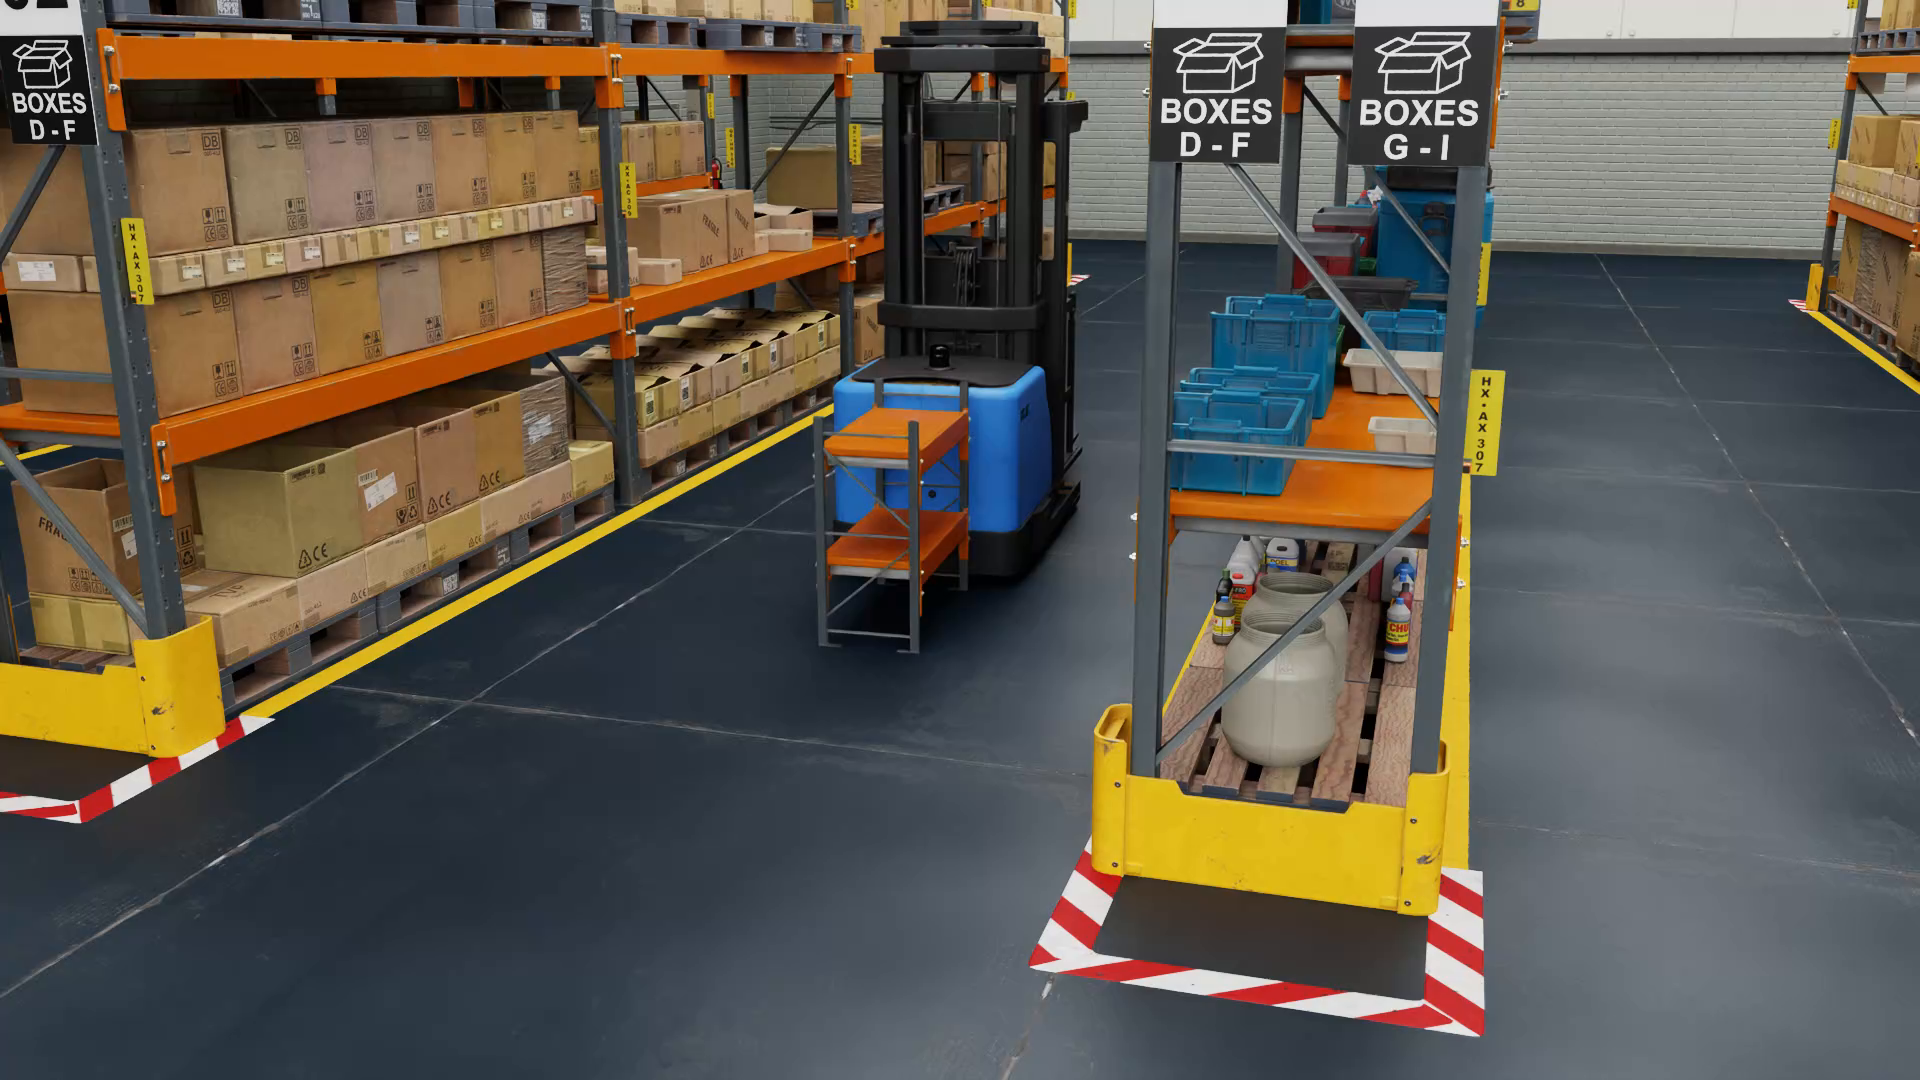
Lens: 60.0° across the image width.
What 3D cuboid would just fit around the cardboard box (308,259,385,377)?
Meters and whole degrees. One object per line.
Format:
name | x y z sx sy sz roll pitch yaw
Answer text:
cardboard box | -3.236 -1.090 7.993 0.700 0.500 0.500 5 17 16

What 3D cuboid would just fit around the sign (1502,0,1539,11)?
sign | 1.602 -1.672 4.715 0.100 0.325 0.005 5 16 16

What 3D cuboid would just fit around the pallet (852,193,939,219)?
pallet | -0.851 -3.164 15.838 1.003 0.211 1.213 5 16 16

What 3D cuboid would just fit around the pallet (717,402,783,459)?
pallet | -2.019 -0.875 12.527 1.003 0.211 1.213 5 16 16

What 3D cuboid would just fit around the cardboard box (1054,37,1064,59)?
cardboard box | 0.981 -6.056 20.461 0.500 0.250 0.500 5 16 16

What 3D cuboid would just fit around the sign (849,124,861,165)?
sign | -0.866 -3.262 13.710 0.100 0.325 0.005 5 16 16

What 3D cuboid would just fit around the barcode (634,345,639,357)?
barcode | -2.064 -1.206 10.599 0.001 0.075 0.075 5 16 16

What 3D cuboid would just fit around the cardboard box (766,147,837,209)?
cardboard box | -1.328 -3.171 14.558 0.700 0.500 0.500 -1 16 -3

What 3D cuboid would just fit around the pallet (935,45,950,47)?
pallet | -0.807 -4.709 15.783 1.213 0.211 1.003 5 16 16

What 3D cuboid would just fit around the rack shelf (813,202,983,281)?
rack shelf | -0.831 -2.924 15.960 1.077 0.370 4.000 5 16 16

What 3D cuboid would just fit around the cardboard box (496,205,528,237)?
cardboard box | -2.625 -1.771 9.203 0.380 0.149 0.250 5 16 16

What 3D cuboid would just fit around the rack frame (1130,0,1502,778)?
rack frame | 1.076 -0.269 5.280 1.000 3.000 0.127 5 16 16

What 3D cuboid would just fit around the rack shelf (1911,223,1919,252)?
rack shelf | 8.666 -2.155 13.248 1.077 0.370 4.000 5 16 16

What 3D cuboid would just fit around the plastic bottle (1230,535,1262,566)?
plastic bottle | 1.358 0.136 7.902 0.144 0.351 0.185 5 17 18

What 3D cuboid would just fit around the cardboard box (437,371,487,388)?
cardboard box | -3.102 -0.712 9.737 0.500 0.500 0.500 5 16 16

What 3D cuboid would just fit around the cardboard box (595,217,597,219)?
cardboard box | -4.566 -3.994 21.036 0.380 0.149 0.250 4 16 15

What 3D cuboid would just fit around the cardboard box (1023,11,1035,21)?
cardboard box | 0.550 -5.904 19.011 0.500 0.250 0.500 5 16 16

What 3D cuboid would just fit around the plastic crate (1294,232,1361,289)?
plastic crate | 2.057 -1.496 9.491 0.402 0.464 0.583 5 16 16

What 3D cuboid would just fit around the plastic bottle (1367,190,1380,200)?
plastic bottle | 3.885 -3.161 15.705 0.152 0.276 0.135 5 16 16

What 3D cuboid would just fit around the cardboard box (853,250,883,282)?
cardboard box | -1.060 -2.663 16.120 0.500 0.250 0.500 4 16 15

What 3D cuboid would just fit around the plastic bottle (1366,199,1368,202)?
plastic bottle | 3.529 -2.822 14.496 0.061 0.283 0.133 5 16 16

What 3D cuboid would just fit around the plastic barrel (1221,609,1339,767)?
plastic barrel | 1.189 0.548 6.190 0.421 0.512 0.421 0 16 0

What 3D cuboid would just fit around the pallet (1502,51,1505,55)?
pallet | 4.357 -4.548 15.215 1.213 0.211 1.003 5 16 16

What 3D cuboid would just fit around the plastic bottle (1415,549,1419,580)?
plastic bottle | 2.245 0.067 8.269 0.061 0.283 0.133 6 17 20

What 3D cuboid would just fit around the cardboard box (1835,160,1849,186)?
cardboard box | 9.976 -4.037 18.295 0.500 0.250 0.500 4 16 14

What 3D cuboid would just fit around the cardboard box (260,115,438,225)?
cardboard box | -3.084 -1.862 8.337 0.700 0.500 0.500 5 16 16

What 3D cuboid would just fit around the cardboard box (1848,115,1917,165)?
cardboard box | 9.834 -4.267 17.731 0.500 0.500 0.500 4 16 15

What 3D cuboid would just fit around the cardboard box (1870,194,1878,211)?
cardboard box | 9.445 -3.411 16.820 0.380 0.149 0.250 5 17 17

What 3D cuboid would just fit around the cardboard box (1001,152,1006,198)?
cardboard box | 0.286 -4.088 18.561 0.500 0.500 0.500 5 17 17

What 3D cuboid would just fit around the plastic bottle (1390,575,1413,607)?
plastic bottle | 1.987 0.292 7.496 0.097 0.271 0.097 0 16 0

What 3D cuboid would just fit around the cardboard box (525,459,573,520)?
cardboard box | -2.610 -0.311 9.699 0.500 0.250 0.500 5 16 16

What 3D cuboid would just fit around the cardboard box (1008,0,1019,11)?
cardboard box | 0.254 -6.147 18.491 0.700 0.500 0.500 5 16 16

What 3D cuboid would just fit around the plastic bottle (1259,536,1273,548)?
plastic bottle | 1.526 0.055 8.331 0.097 0.271 0.097 0 16 0

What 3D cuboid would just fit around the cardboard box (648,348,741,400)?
cardboard box | -1.886 -1.204 11.820 0.500 0.311 0.500 4 16 14

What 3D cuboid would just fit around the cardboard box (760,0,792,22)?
cardboard box | -1.606 -4.058 12.648 0.500 0.250 0.500 5 17 17

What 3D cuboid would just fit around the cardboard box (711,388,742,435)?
cardboard box | -1.892 -0.935 11.899 0.500 0.250 0.500 4 16 14

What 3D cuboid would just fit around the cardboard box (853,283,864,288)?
cardboard box | -1.211 -2.154 15.702 0.500 0.500 0.500 4 16 14

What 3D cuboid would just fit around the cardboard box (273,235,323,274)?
cardboard box | -3.136 -1.300 7.545 0.380 0.149 0.250 4 16 15

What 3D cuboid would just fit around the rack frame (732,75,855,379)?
rack frame | -1.399 -2.747 14.017 1.000 3.000 0.127 5 16 16

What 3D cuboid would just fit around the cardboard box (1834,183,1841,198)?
cardboard box | 9.954 -3.883 18.481 0.380 0.149 0.250 5 17 17

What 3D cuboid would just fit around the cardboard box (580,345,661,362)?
cardboard box | -2.410 -1.245 11.962 0.500 0.311 0.500 5 16 16

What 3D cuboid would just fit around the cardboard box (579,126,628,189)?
cardboard box | -4.630 -4.652 20.184 0.980 0.700 0.700 4 16 14

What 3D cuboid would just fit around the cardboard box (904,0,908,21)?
cardboard box | -0.852 -5.059 15.537 0.600 0.600 0.600 4 16 14

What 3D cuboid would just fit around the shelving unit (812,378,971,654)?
shelving unit | -0.319 -0.153 8.307 0.538 1.125 1.048 4 16 13

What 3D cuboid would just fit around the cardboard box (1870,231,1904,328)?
cardboard box | 9.755 -2.606 16.644 0.875 0.875 0.875 5 16 16

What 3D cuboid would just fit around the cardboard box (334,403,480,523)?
cardboard box | -2.878 -0.409 8.670 0.500 0.500 0.500 5 16 16

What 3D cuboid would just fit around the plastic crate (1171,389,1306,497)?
plastic crate | 0.931 -0.351 5.844 0.499 0.251 0.616 5 16 16

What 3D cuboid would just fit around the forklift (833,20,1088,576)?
forklift | 0.147 -1.577 10.019 1.130 2.935 3.031 4 16 13

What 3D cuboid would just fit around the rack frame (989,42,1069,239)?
rack frame | 0.874 -4.840 21.396 1.000 3.000 0.127 5 16 16

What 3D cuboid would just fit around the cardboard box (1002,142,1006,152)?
cardboard box | 0.288 -4.559 18.390 0.500 0.500 0.500 4 16 14

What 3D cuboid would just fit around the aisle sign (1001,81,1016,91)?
aisle sign | 0.612 -6.131 21.184 0.394 0.787 0.004 5 16 16

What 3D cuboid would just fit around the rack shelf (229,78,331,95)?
rack shelf | -6.718 -3.704 13.212 1.077 0.370 4.000 5 16 16

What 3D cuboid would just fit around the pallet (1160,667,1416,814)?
pallet | 1.288 0.837 6.491 1.003 0.211 1.213 5 16 16

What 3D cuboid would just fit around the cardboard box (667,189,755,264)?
cardboard box | -1.860 -2.355 12.451 0.500 0.500 0.500 4 16 13

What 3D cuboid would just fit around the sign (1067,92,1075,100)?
sign | 1.401 -5.501 21.025 0.100 0.325 0.005 5 16 16
